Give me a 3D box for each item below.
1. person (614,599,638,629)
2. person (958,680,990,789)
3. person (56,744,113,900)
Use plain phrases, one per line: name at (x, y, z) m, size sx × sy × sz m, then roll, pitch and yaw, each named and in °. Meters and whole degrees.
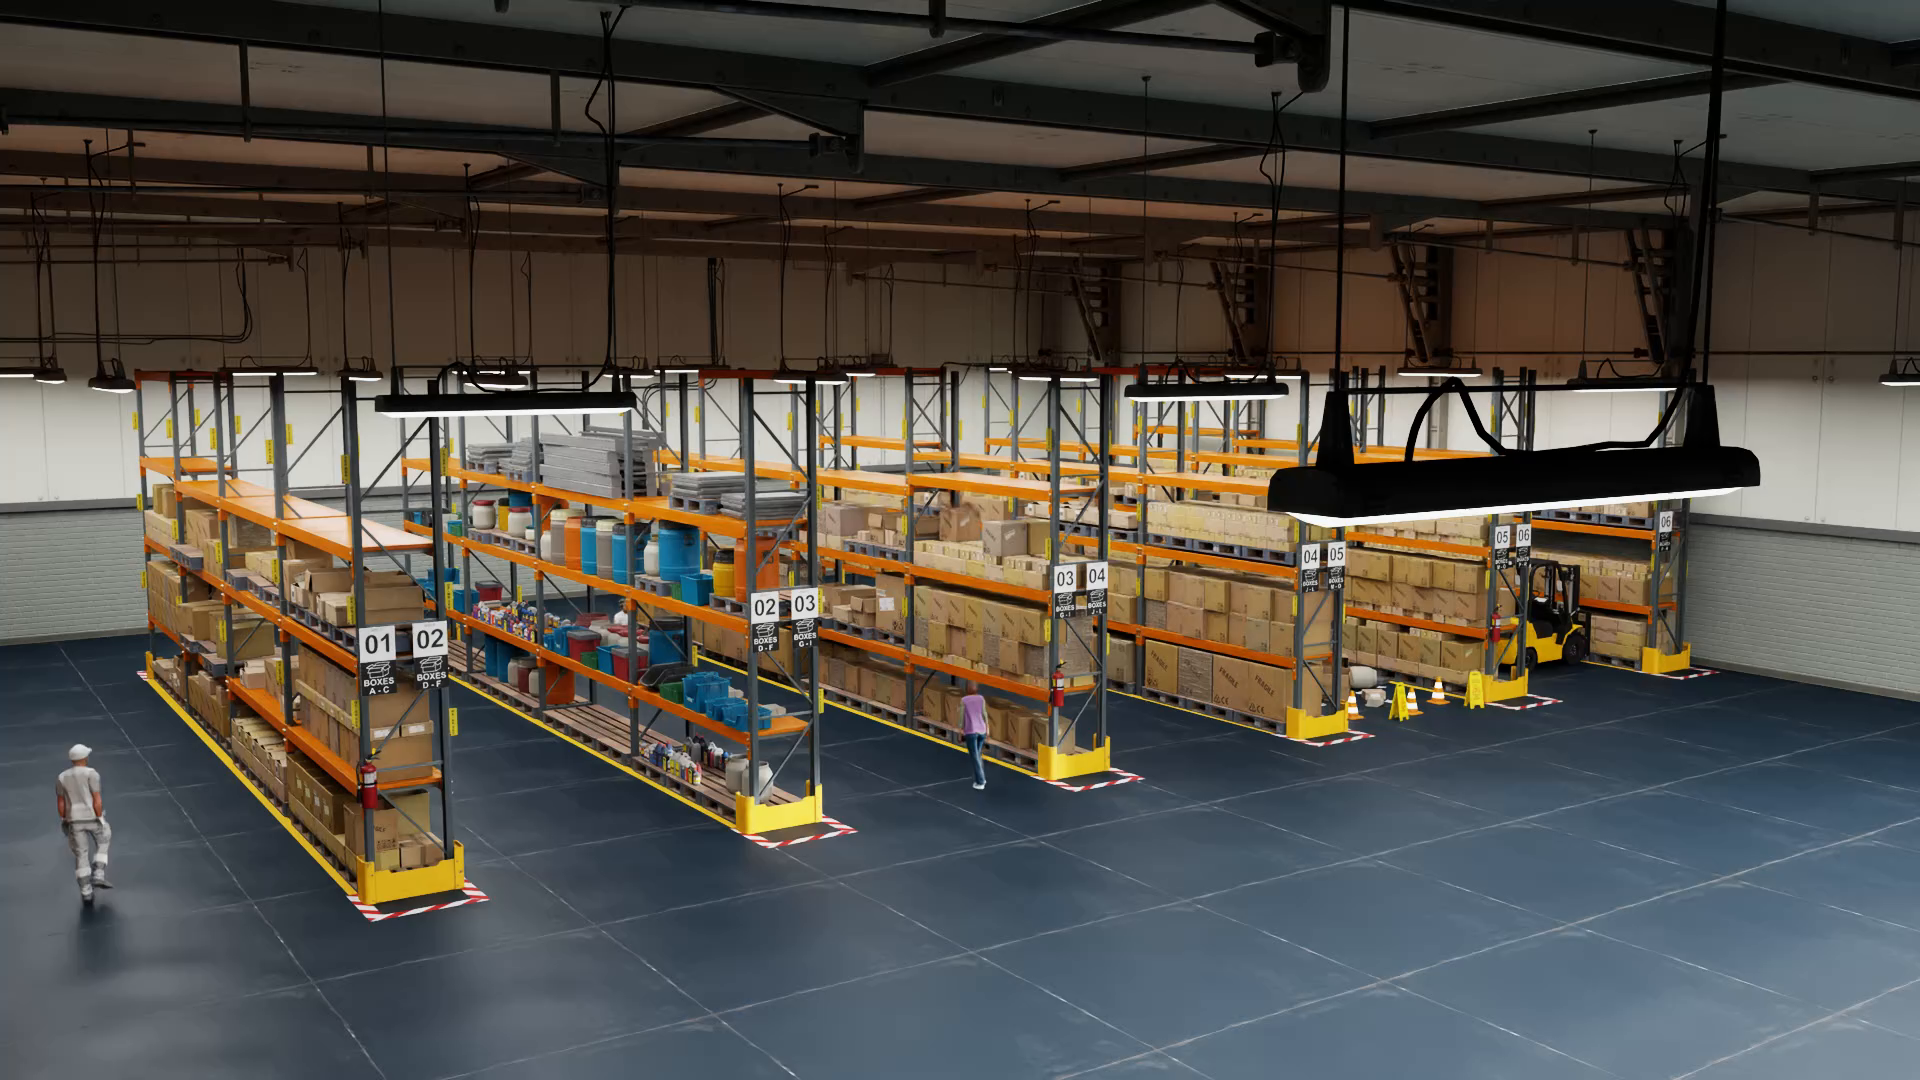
person at (-6.442, 1.900, 31.949) m, size 0.492 × 1.637 × 0.872 m, roll -5°, pitch 8°, yaw -37°
person at (0.208, 2.828, 24.126) m, size 0.429 × 1.609 × 0.511 m, roll -3°, pitch 7°, yaw -25°
person at (-10.187, 3.256, 19.319) m, size 0.543 × 1.772 × 0.495 m, roll -2°, pitch 7°, yaw -20°
